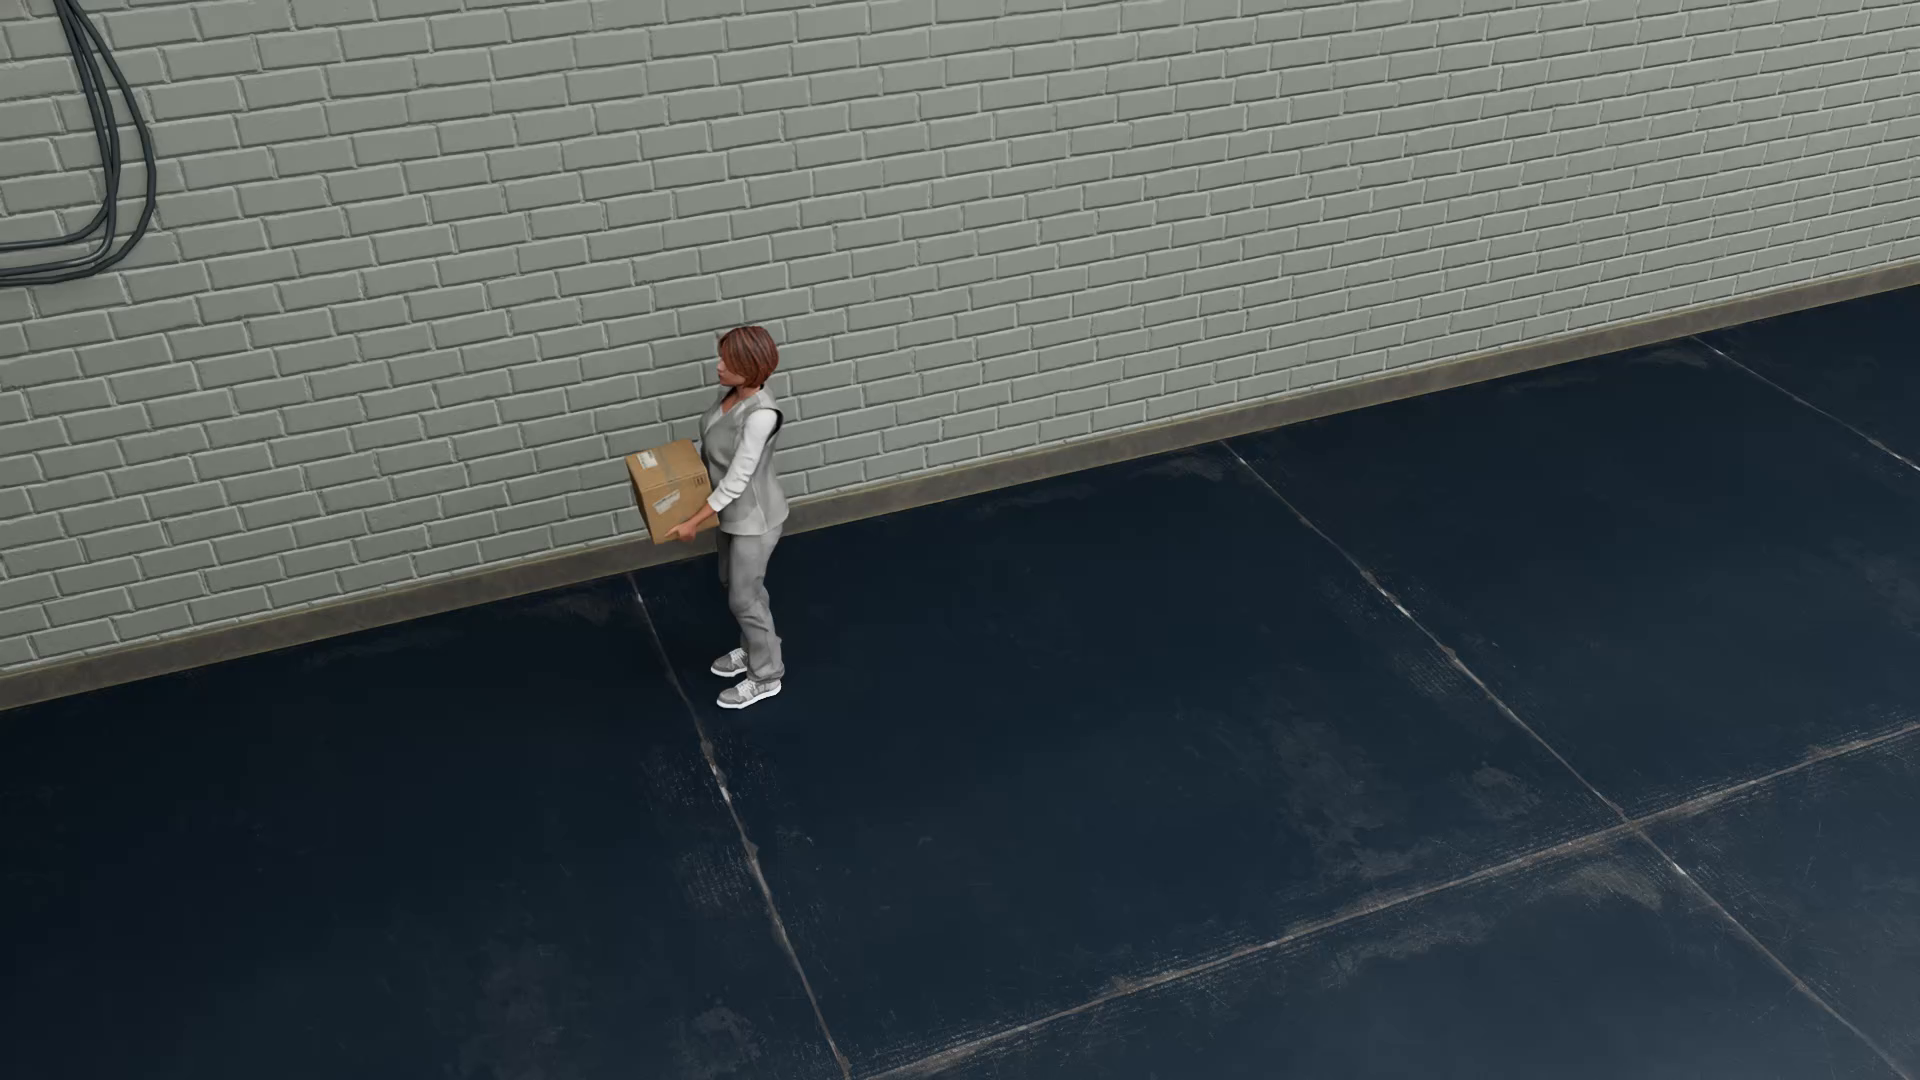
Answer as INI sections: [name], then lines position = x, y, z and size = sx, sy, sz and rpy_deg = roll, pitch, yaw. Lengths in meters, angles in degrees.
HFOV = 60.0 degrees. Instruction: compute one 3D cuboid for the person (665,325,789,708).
[person]
position = -0.889, -0.069, 6.259
size = 0.498, 1.589, 0.405
rpy_deg = -13, 36, -18
